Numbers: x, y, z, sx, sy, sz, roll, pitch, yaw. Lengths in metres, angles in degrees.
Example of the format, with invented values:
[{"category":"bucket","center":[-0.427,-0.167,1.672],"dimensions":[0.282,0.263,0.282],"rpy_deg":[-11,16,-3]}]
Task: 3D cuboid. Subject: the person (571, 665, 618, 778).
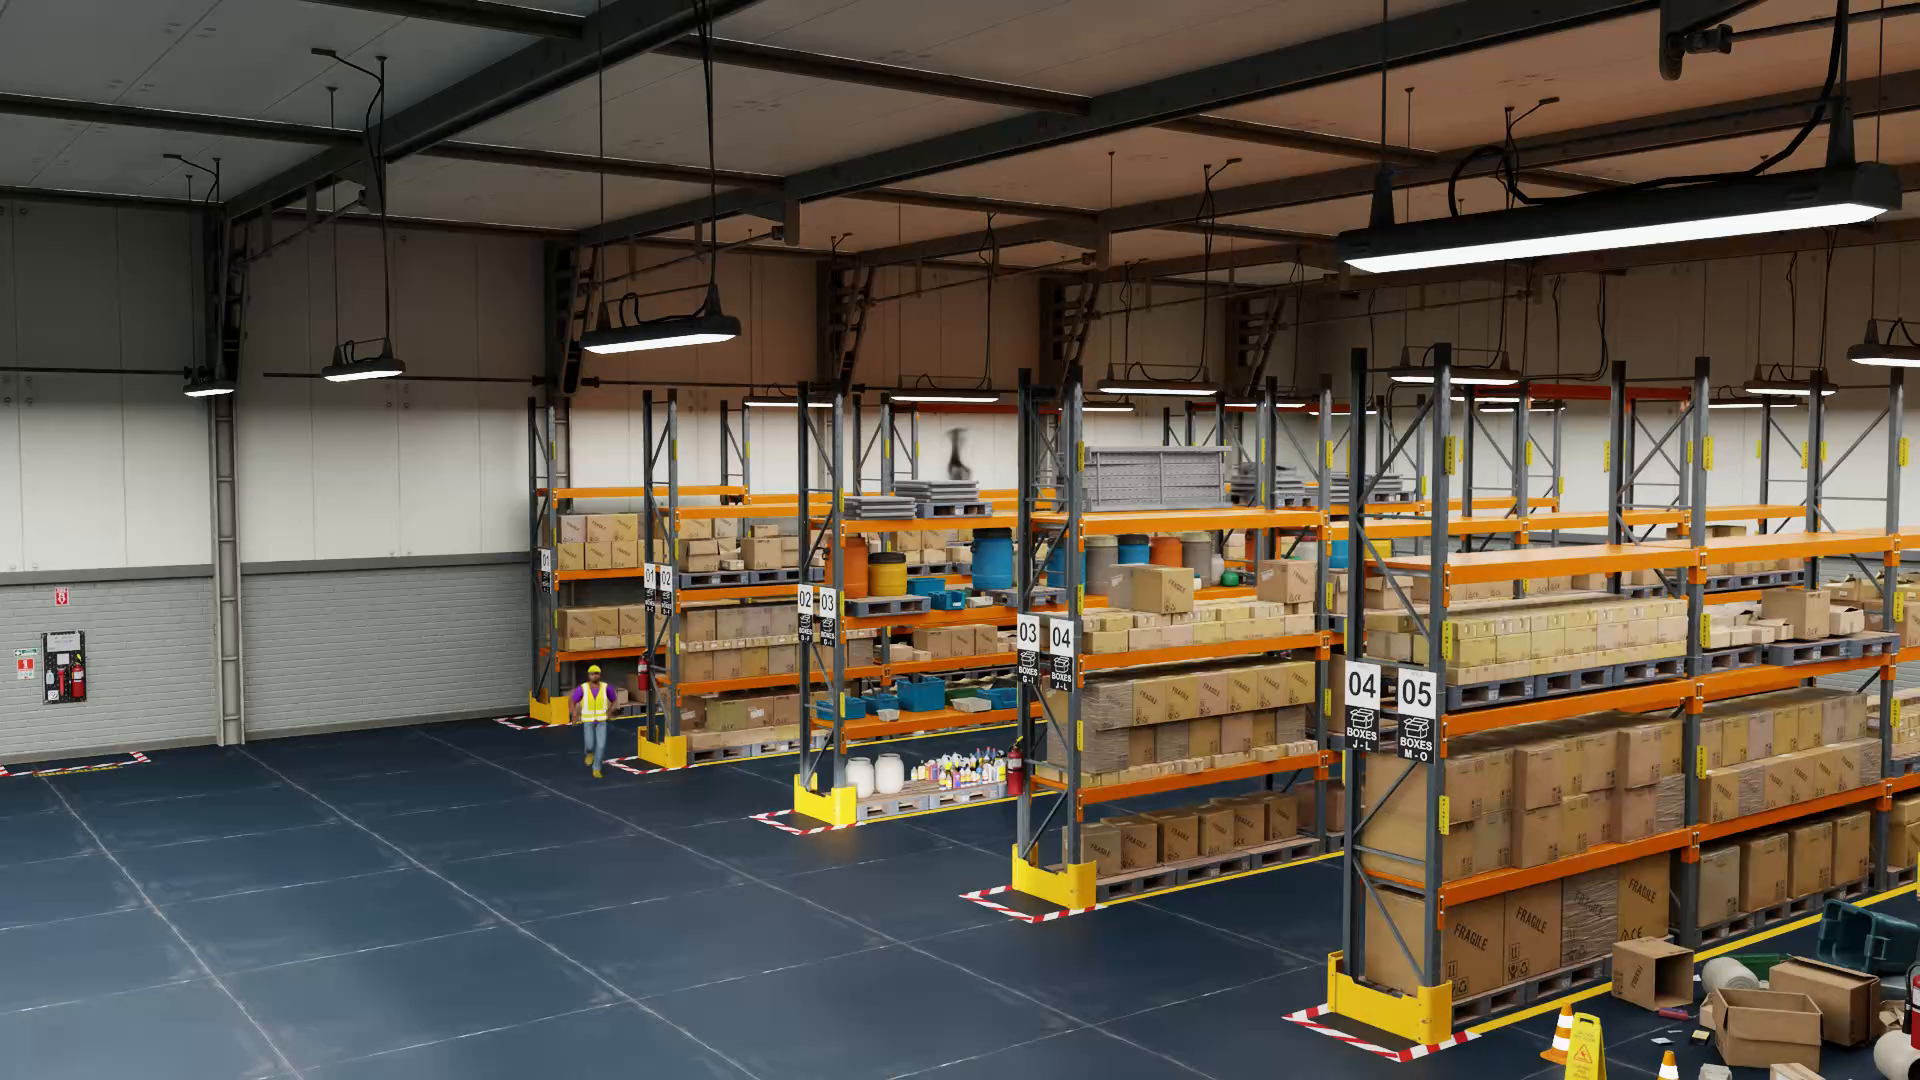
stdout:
[{"category":"person","center":[-5.643,2.796,25.712],"dimensions":[0.719,1.728,0.591],"rpy_deg":[-1,3,-15]}]
